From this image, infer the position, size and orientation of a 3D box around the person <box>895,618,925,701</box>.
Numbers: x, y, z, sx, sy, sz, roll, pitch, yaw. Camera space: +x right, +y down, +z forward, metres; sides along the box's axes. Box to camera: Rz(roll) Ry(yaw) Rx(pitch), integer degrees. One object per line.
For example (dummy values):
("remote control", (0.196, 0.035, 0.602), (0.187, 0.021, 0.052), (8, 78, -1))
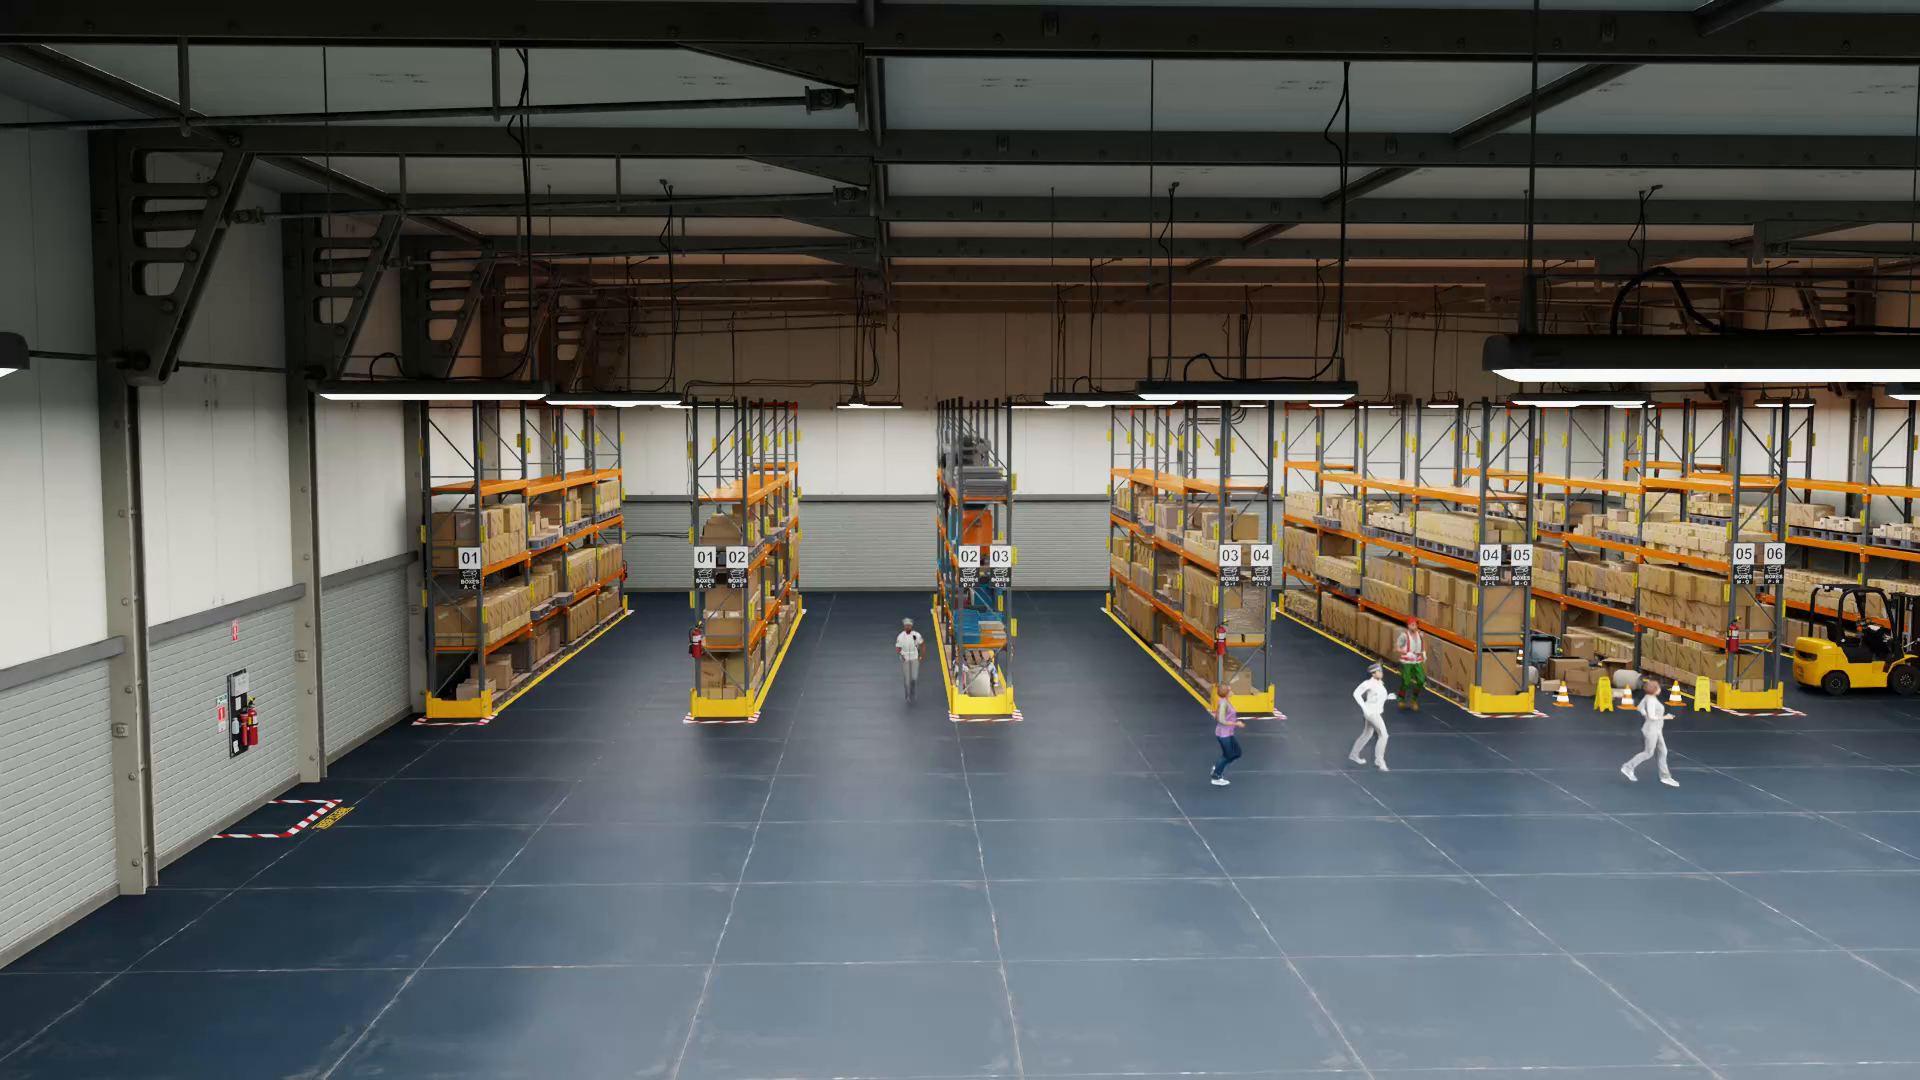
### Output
("person", (-0.979, 2.366, 32.713), (0.590, 1.660, 0.573), (0, 4, -1))

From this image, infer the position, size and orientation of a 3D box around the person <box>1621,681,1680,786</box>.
("person", (10.550, 2.938, 25.360), (0.833, 1.595, 0.539), (2, 5, 26))

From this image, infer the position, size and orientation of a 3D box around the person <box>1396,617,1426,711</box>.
("person", (8.684, 2.383, 31.873), (0.690, 1.805, 0.697), (-1, 5, -12))

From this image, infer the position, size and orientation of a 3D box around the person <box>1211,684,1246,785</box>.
("person", (4.111, 2.974, 25.412), (0.548, 1.558, 0.518), (2, 5, 19))

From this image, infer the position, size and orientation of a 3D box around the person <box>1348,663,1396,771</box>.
("person", (6.636, 2.832, 26.728), (0.736, 1.755, 0.579), (3, 5, 30))
